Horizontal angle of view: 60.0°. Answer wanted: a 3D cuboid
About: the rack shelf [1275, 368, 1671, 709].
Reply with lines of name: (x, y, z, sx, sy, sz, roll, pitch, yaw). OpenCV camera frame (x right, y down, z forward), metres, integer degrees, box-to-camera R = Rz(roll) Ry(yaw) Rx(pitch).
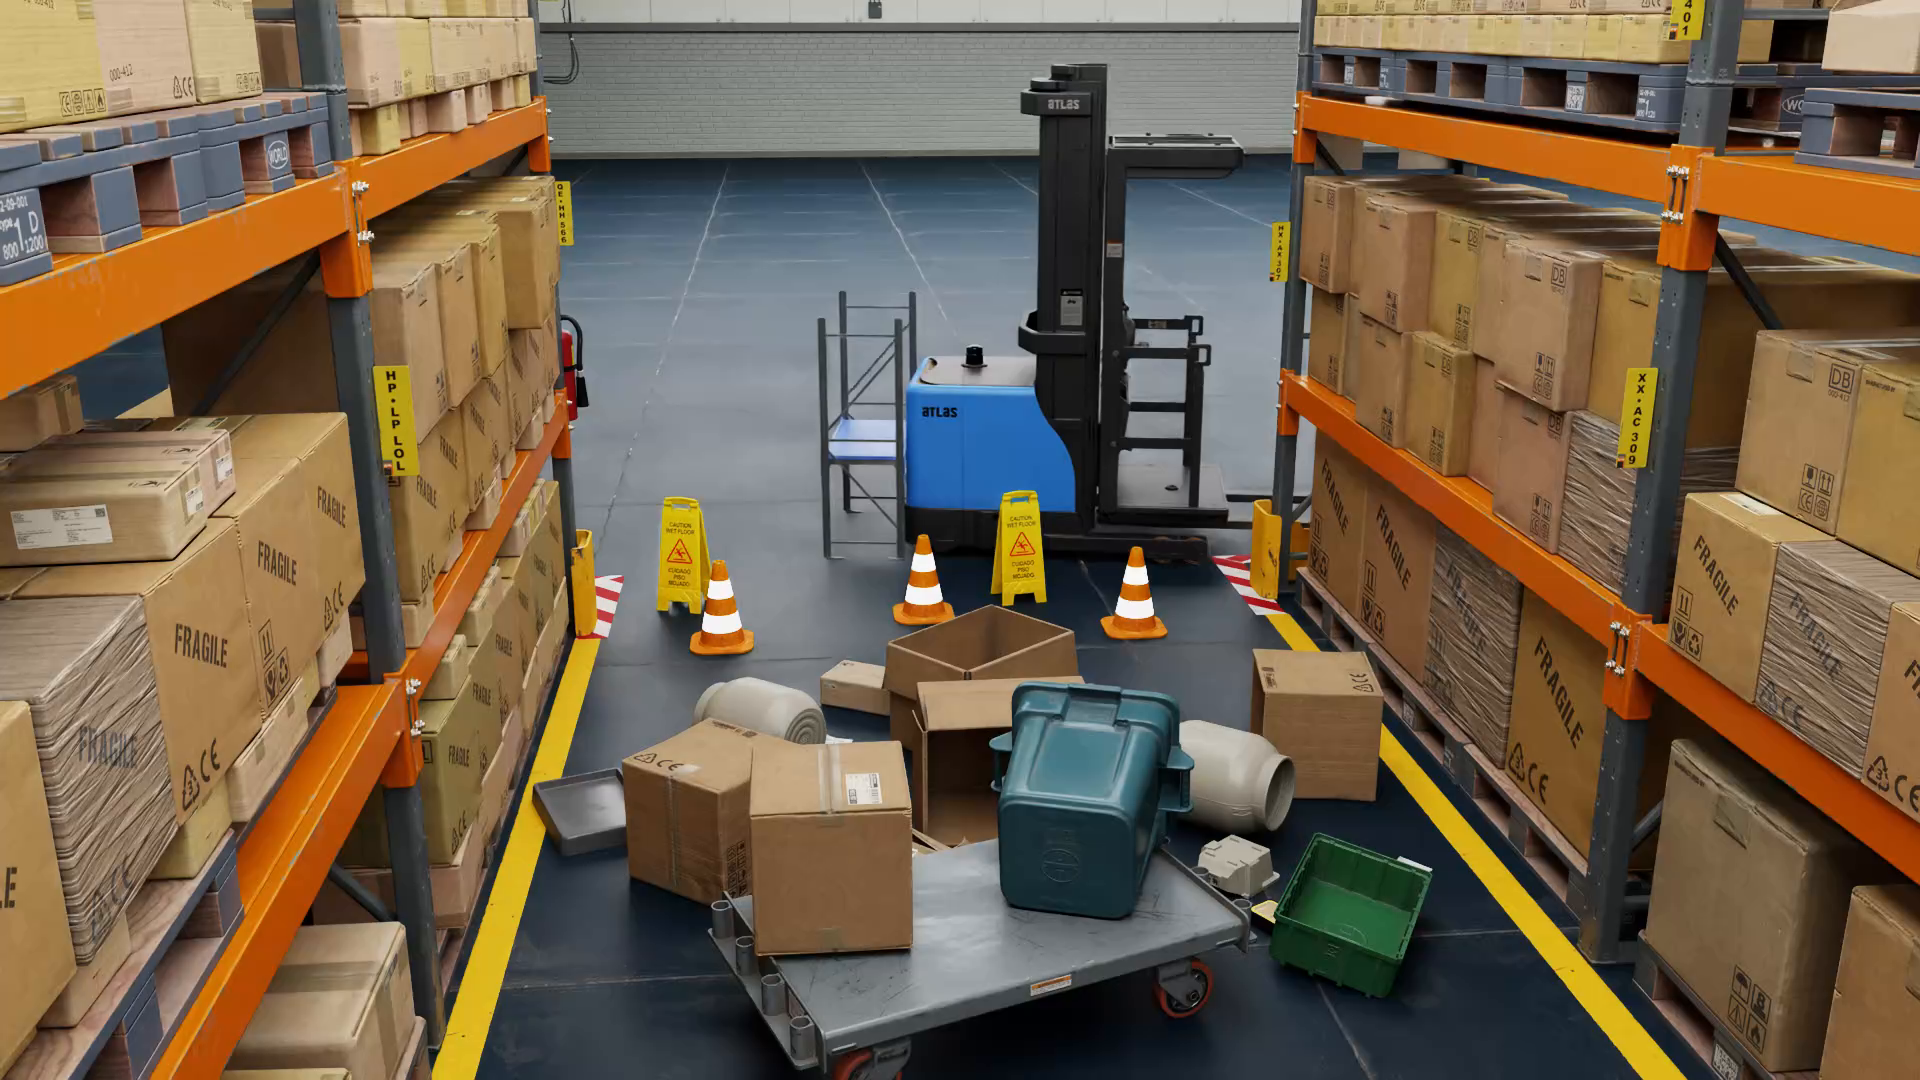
rack shelf: (2.517, -0.210, 7.538, 1.077, 0.370, 4.000, -2, 18, -6)

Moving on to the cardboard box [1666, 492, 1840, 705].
cardboard box: (2.510, 0.160, 4.992, 0.500, 0.500, 0.500, -2, 17, -5)

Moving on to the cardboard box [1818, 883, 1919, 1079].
cardboard box: (2.973, 1.386, 4.310, 1.050, 0.750, 0.750, -2, 18, -6)

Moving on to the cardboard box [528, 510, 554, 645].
cardboard box: (-2.203, 0.174, 7.752, 0.500, 0.500, 0.500, -1, 17, -4)

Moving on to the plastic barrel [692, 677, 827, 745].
plastic barrel: (-0.883, 0.832, 7.320, 0.512, 0.421, 0.421, 11, 21, 32)

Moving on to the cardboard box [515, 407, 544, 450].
cardboard box: (-2.153, -0.516, 7.733, 0.380, 0.149, 0.250, -1, 17, -5)

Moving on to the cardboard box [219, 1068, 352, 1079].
cardboard box: (-2.056, 1.650, 4.101, 0.950, 0.372, 0.625, -1, 17, -2)

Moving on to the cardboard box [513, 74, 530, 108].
cardboard box: (-2.229, -2.106, 7.790, 0.380, 0.149, 0.250, -2, 18, -5)

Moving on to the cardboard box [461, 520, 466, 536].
cardboard box: (-2.088, -0.063, 6.289, 0.380, 0.149, 0.250, -2, 18, -6)

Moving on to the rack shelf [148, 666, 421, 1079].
rack shelf: (-1.983, 1.165, 3.159, 1.077, 0.370, 4.000, -2, 18, -6)

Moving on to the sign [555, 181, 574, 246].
sign: (-2.048, -1.680, 8.560, 0.100, 0.325, 0.005, -2, 18, -6)

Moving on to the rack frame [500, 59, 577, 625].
rack frame: (-2.602, -0.966, 8.745, 1.000, 3.000, 0.127, -2, 18, -6)

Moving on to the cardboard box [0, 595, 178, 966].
cardboard box: (-1.759, 0.424, 2.953, 0.500, 0.500, 0.500, -2, 18, -8)

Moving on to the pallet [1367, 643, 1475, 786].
pallet: (2.594, 0.780, 7.840, 1.003, 0.211, 1.213, -2, 18, -6)

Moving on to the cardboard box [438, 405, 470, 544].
cardboard box: (-2.033, -0.252, 5.809, 0.500, 0.500, 0.500, -2, 18, -6)

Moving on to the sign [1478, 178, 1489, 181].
sign: (2.852, -1.827, 9.160, 0.100, 0.325, 0.005, -2, 18, -6)

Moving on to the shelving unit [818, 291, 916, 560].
shelving unit: (-0.566, -0.750, 10.564, 0.538, 1.500, 1.048, 1, 17, 3)

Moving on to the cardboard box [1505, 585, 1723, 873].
cardboard box: (2.728, 0.667, 6.391, 0.875, 0.875, 0.875, -2, 17, -5)

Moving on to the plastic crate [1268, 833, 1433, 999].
plastic crate: (1.402, 1.346, 5.981, 0.450, 0.188, 0.662, 18, 23, 19)

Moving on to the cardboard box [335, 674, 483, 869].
cardboard box: (-1.982, 0.796, 5.772, 0.500, 0.500, 0.500, -1, 17, -3)

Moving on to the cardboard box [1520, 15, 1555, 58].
cardboard box: (2.287, -1.843, 6.084, 0.380, 0.149, 0.250, -2, 18, -5)

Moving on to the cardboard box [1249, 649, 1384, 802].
cardboard box: (1.543, 0.804, 7.279, 0.500, 0.500, 0.500, 1, 17, 4)

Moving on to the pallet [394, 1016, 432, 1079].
pallet: (-2.108, 1.788, 4.628, 1.003, 0.211, 1.213, -2, 18, -6)

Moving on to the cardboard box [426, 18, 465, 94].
cardboard box: (-2.064, -1.718, 5.888, 0.500, 0.250, 0.500, -2, 18, -5)

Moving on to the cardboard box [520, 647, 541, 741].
cardboard box: (-2.146, 0.689, 7.365, 0.500, 0.250, 0.500, -2, 18, -8)

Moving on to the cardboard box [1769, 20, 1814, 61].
cardboard box: (2.995, -1.712, 5.667, 0.380, 0.149, 0.250, -2, 18, -5)

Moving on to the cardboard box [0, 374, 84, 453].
cardboard box: (-2.493, -0.322, 4.249, 0.380, 0.149, 0.250, -2, 18, -6)

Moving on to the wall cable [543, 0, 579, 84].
wall cable: (-10.447, -11.813, 38.466, 3.097, 2.526, 0.112, -2, 18, -6)

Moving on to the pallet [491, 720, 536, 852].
pallet: (-2.423, 0.993, 7.161, 1.003, 0.211, 1.213, -2, 18, -6)

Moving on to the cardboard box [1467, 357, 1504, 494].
cardboard box: (2.656, -0.466, 6.903, 0.875, 0.550, 0.550, -2, 18, -6)

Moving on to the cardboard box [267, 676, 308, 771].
cardboard box: (-1.790, 0.445, 3.970, 0.380, 0.149, 0.250, -2, 18, -7)

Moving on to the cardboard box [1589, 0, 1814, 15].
cardboard box: (2.417, -1.845, 5.425, 0.500, 0.250, 0.500, -2, 18, -6)

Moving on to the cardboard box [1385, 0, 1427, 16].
cardboard box: (2.212, -2.445, 7.335, 0.500, 0.250, 0.500, -2, 18, -6)

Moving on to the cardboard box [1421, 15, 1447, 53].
cardboard box: (2.185, -2.144, 7.043, 0.380, 0.149, 0.250, -2, 18, -5)

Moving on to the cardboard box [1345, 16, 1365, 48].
cardboard box: (2.080, -2.445, 8.002, 0.380, 0.149, 0.250, -2, 18, -5)

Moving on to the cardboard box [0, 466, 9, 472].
cardboard box: (-2.374, 0.134, 3.878, 0.500, 0.500, 0.500, -2, 18, -5)

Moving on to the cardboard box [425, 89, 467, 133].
cardboard box: (-2.024, -1.572, 6.090, 0.380, 0.149, 0.250, -2, 18, -7)

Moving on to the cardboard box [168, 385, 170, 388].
cardboard box: (-2.601, -0.396, 6.267, 0.500, 0.500, 0.500, -1, 17, -4)

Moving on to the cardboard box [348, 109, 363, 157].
cardboard box: (-1.976, -1.187, 4.861, 0.380, 0.149, 0.250, -2, 18, -6)

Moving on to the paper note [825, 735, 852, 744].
paper note: (-0.586, 0.934, 7.670, 0.148, 0.019, 0.142, 4, 18, 13)

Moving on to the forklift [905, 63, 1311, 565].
forklift: (1.203, -1.414, 10.288, 3.031, 2.935, 1.130, 2, 17, 5)

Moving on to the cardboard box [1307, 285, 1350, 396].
cardboard box: (2.394, -1.111, 8.958, 0.875, 0.550, 0.550, -2, 18, -6)

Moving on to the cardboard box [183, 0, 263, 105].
cardboard box: (-1.985, -1.164, 3.920, 0.500, 0.250, 0.500, -2, 18, -7)

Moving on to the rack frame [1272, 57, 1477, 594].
rack frame: (2.311, -1.149, 9.328, 1.000, 3.000, 0.127, -2, 18, -6)

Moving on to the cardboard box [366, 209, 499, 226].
cardboard box: (-2.219, -1.034, 6.631, 0.700, 0.500, 0.500, -2, 18, -6)

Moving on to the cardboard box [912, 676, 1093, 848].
cardboard box: (0.202, 0.884, 6.794, 0.797, 0.637, 0.503, -2, 18, -6)

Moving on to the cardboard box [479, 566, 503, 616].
cardboard box: (-2.021, 0.214, 6.543, 0.380, 0.149, 0.250, -1, 17, -2)

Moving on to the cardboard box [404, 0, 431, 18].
cardboard box: (-1.972, -1.804, 5.497, 0.380, 0.149, 0.250, -2, 18, -6)

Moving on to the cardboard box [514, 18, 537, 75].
cardboard box: (-2.281, -2.323, 7.815, 0.500, 0.250, 0.500, -2, 18, -6)

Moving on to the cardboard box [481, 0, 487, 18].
cardboard box: (-2.266, -2.335, 7.188, 0.380, 0.149, 0.250, -2, 18, -5)

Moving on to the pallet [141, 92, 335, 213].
pallet: (-2.232, -0.928, 3.932, 1.213, 0.211, 1.003, -2, 18, -6)

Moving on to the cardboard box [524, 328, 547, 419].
cardboard box: (-2.225, -0.853, 7.722, 0.500, 0.500, 0.500, -2, 18, -6)

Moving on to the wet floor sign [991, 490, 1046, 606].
wet floor sign: (0.338, 0.027, 9.514, 0.267, 0.644, 0.232, -5, 18, -15)

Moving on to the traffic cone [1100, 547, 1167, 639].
traffic cone: (0.953, 0.264, 9.065, 0.336, 0.463, 0.334, -2, 18, -6)

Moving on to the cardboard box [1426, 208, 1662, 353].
cardboard box: (2.566, -1.138, 7.240, 0.875, 0.550, 0.500, -2, 18, -6)

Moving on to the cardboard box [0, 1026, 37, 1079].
cardboard box: (-1.782, 0.832, 2.739, 0.380, 0.149, 0.250, -1, 17, -3)
